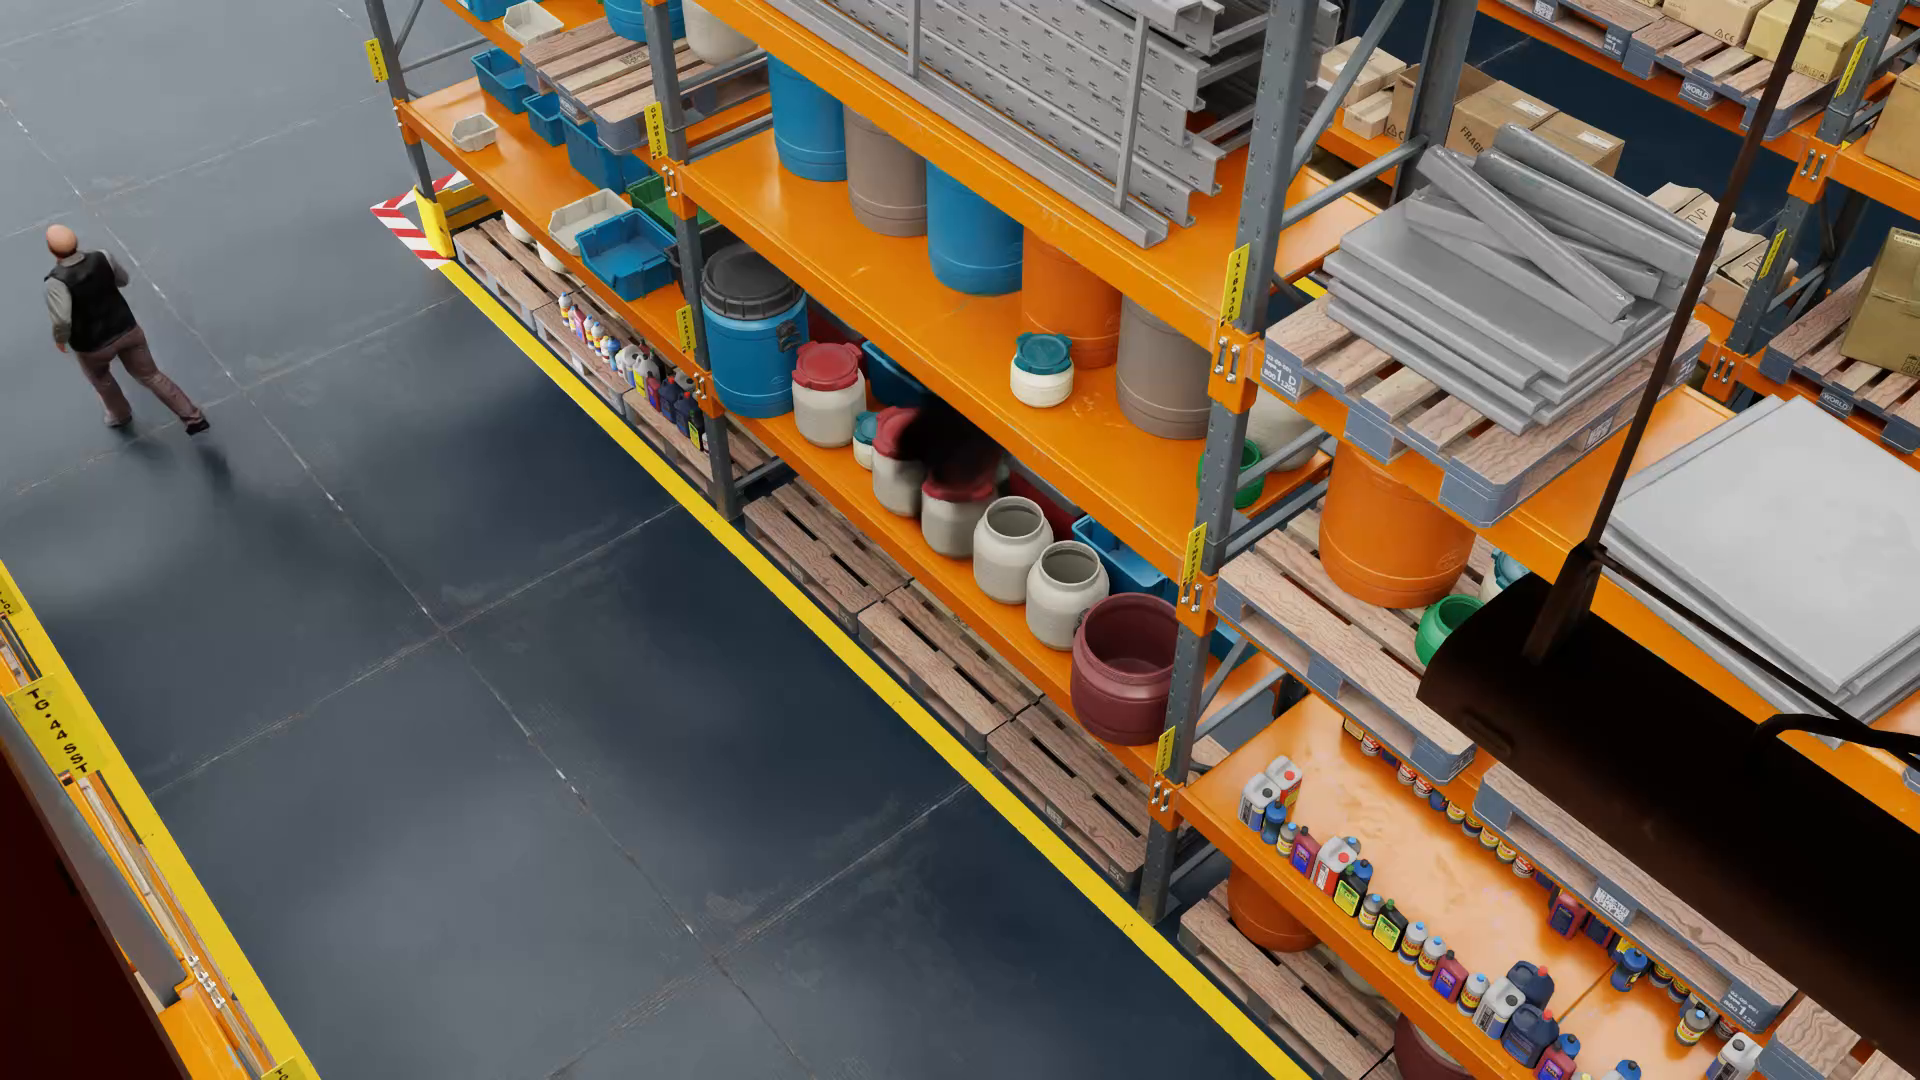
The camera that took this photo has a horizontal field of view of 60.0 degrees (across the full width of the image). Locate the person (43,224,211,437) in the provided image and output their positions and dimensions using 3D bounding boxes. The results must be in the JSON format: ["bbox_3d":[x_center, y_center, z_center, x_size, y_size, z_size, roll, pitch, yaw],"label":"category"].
[{"bbox_3d":[-5.631,-1.308,11.038,0.945,1.757,0.663,28,52,24],"label":"person"}]
